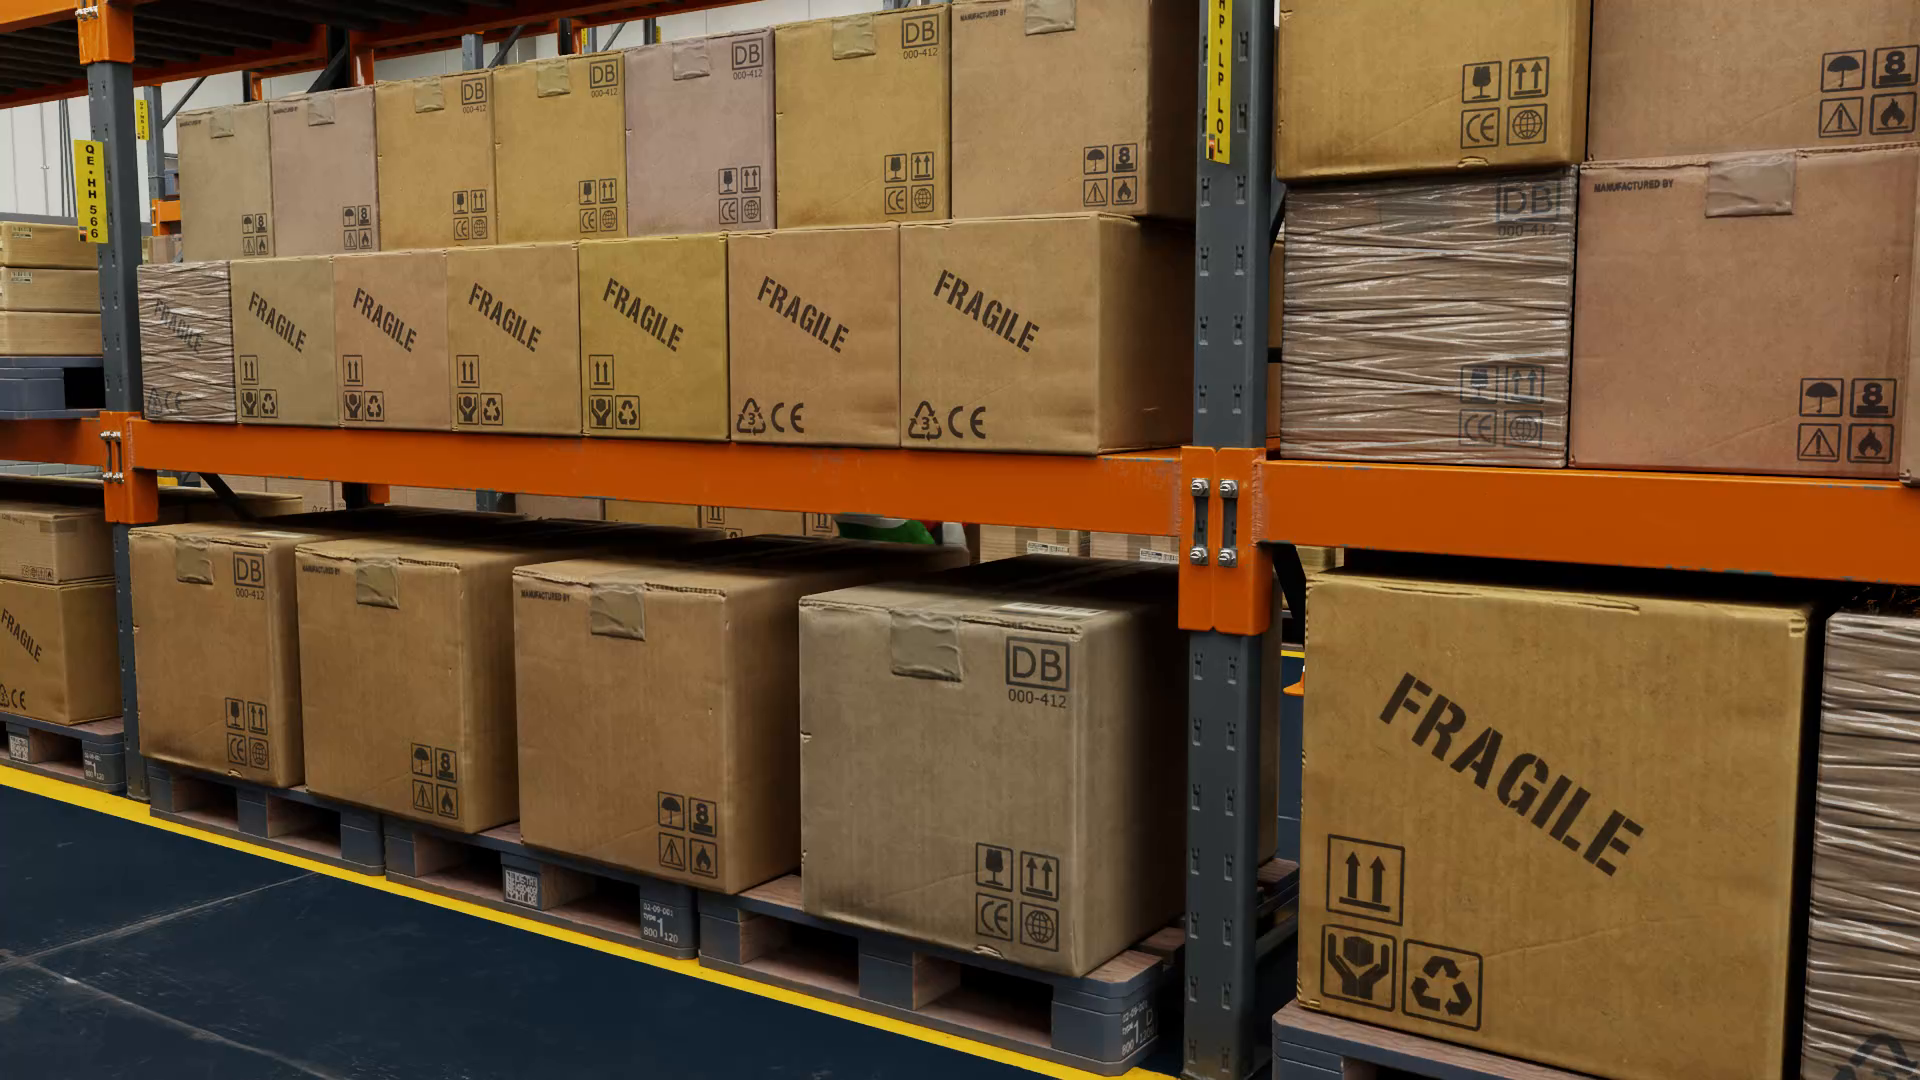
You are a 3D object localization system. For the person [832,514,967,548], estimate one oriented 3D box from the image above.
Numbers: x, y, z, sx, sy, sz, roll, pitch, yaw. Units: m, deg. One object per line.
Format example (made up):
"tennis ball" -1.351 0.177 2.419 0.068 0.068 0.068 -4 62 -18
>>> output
"person" -0.248 0.136 7.867 0.510 1.024 0.955 4 7 31
